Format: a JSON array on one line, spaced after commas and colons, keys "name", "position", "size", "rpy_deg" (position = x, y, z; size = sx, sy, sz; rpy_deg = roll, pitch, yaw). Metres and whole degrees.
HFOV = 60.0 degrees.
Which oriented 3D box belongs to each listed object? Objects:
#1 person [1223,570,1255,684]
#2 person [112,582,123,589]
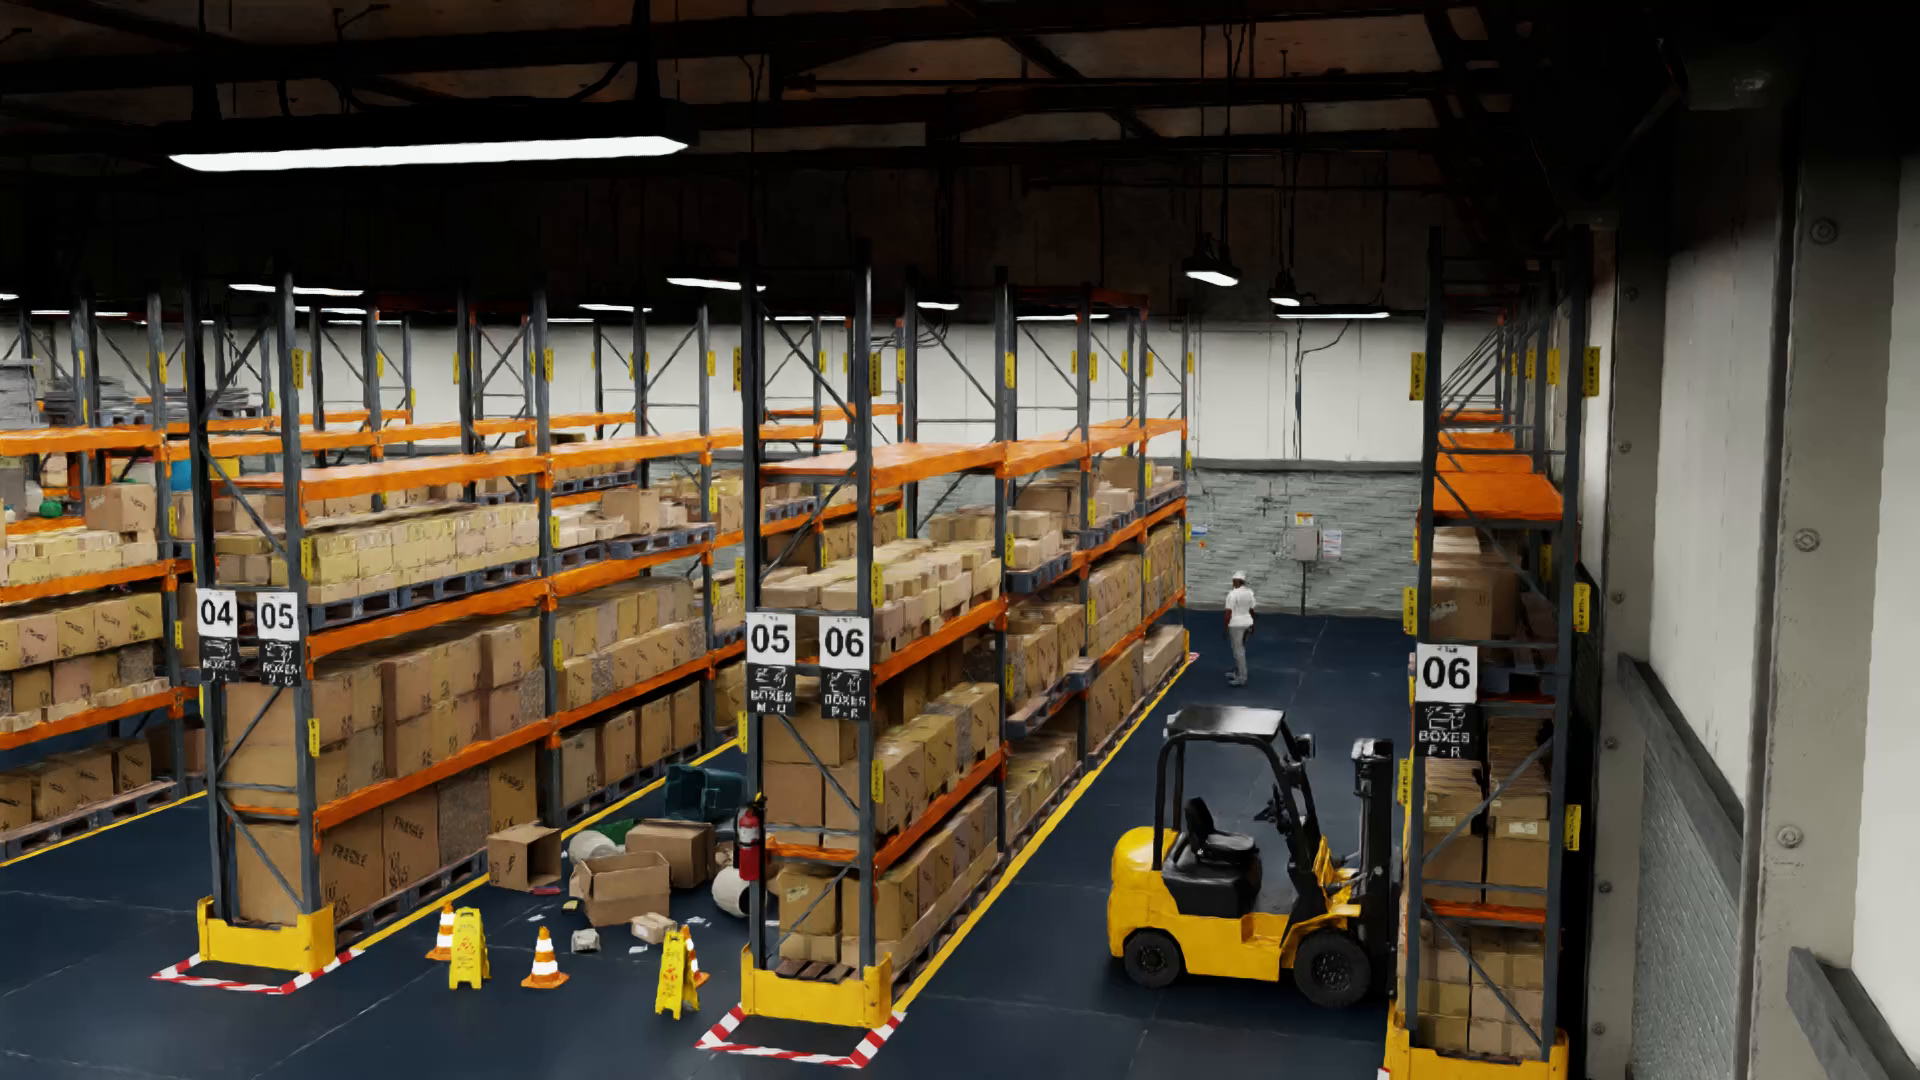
[{"name": "person", "position": [4.365, 1.349, 26.173], "size": [0.669, 1.764, 0.570], "rpy_deg": [-6, 9, -43]}, {"name": "person", "position": [-13.793, 1.292, 27.454], "size": [0.527, 1.590, 0.529], "rpy_deg": [6, 9, 43]}]
